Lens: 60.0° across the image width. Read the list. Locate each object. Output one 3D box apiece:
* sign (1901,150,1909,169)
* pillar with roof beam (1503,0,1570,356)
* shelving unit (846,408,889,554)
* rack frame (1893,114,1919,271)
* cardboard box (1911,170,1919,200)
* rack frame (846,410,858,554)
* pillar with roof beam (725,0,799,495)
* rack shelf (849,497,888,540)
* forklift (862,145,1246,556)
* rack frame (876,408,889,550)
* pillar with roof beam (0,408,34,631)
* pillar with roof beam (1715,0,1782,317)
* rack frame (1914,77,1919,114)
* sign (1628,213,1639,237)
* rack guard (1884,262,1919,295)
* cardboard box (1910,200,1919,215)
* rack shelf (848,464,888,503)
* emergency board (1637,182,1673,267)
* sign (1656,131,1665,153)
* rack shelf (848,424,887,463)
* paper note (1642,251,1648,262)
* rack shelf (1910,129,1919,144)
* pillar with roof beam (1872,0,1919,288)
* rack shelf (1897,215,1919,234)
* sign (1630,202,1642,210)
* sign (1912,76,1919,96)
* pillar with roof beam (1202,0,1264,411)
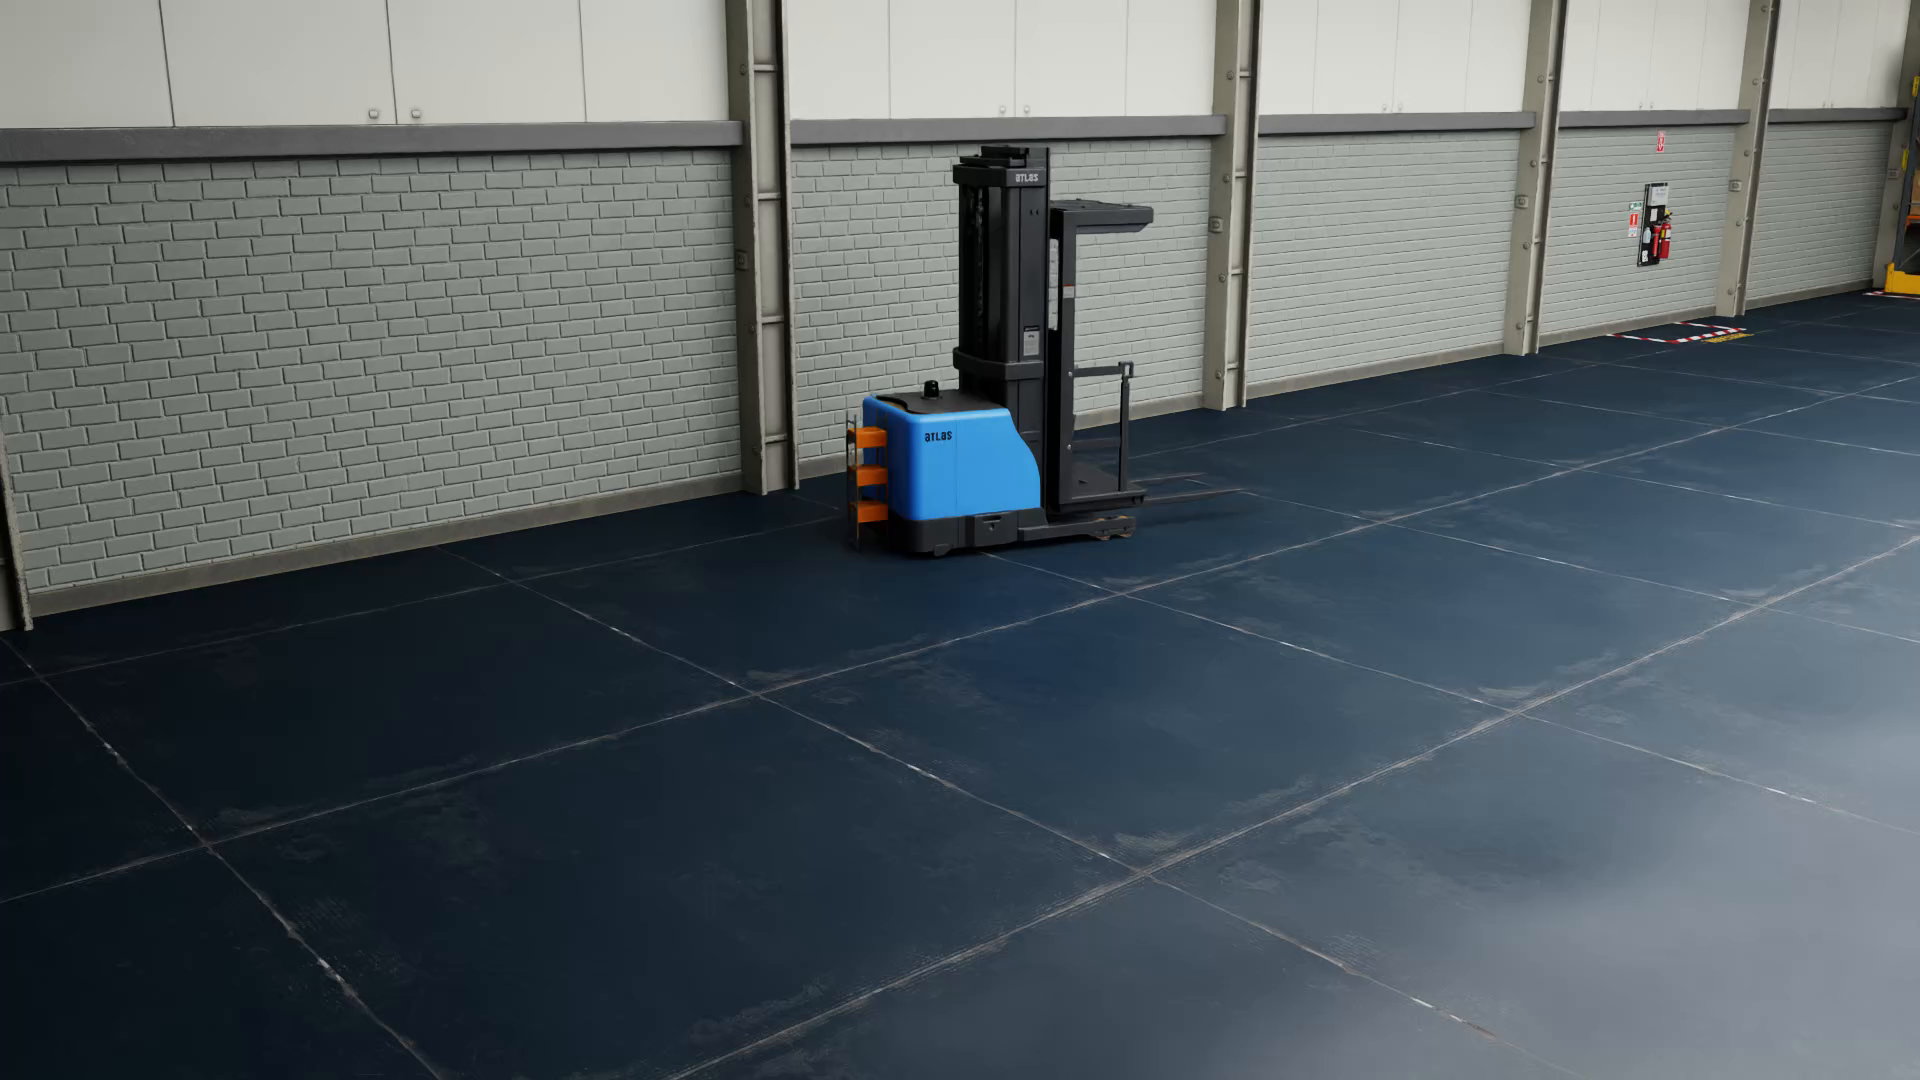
[{"bbox_3d":[16.156,-6.495,28.398,0.005,0.325,0.100,-13,19,-39],"label":"sign"},{"bbox_3d":[10.239,-5.986,17.723,0.400,9.000,9.100,-13,19,-39],"label":"pillar with roof beam"},{"bbox_3d":[-0.689,-0.440,12.363,0.252,1.050,0.215,-7,16,-24],"label":"shelving unit"},{"bbox_3d":[16.505,-5.672,28.171,0.127,3.000,1.000,-13,19,-39],"label":"rack frame"},{"bbox_3d":[16.721,-6.093,28.545,0.500,0.500,0.500,-13,20,-40],"label":"cardboard box"},{"bbox_3d":[-0.800,-0.427,12.314,0.008,1.050,0.200,-7,16,-24],"label":"rack frame"},{"bbox_3d":[1.186,-3.953,10.113,0.400,9.000,9.100,-13,19,-39],"label":"pillar with roof beam"},{"bbox_3d":[-0.689,-0.161,12.437,0.240,0.259,0.215,-7,16,-24],"label":"rack shelf"},{"bbox_3d":[0.801,-1.530,12.800,3.031,2.935,1.130,-7,16,-24],"label":"forklift"},{"bbox_3d":[-0.578,-0.453,12.412,0.008,1.050,0.200,-7,16,-24],"label":"rack frame"},{"bbox_3d":[-3.340,-2.937,6.308,0.400,9.000,9.100,-13,19,-39],"label":"pillar with roof beam"},{"bbox_3d":[14.765,-7.003,21.529,0.400,9.000,9.100,-13,19,-39],"label":"pillar with roof beam"},{"bbox_3d":[16.505,-8.570,27.397,0.127,3.000,1.000,-13,19,-39],"label":"rack frame"},{"bbox_3d":[9.565,-4.475,23.621,0.234,0.329,0.001,-13,19,-39],"label":"sign"},{"bbox_3d":[16.562,-4.477,28.542,0.348,0.500,1.175,-13,19,-39],"label":"rack guard"},{"bbox_3d":[16.730,-5.726,28.626,0.500,0.250,0.500,-12,19,-39],"label":"cardboard box"},{"bbox_3d":[-0.689,-0.430,12.366,0.240,0.259,0.215,-7,16,-24],"label":"rack shelf"},{"bbox_3d":[10.050,-4.531,23.901,0.643,1.169,0.194,-13,19,-39],"label":"emergency board"},{"bbox_3d":[9.978,-5.669,23.669,0.199,0.298,0.001,-13,19,-39],"label":"sign"},{"bbox_3d":[-0.689,-0.704,12.292,0.240,0.259,0.215,-7,16,-24],"label":"rack shelf"},{"bbox_3d":[9.871,-4.089,23.953,0.142,0.148,0.016,-13,19,-39],"label":"paper note"},{"bbox_3d":[18.014,-7.112,29.145,4.000,0.370,1.077,-13,19,-39],"label":"rack shelf"},{"bbox_3d":[19.291,-8.019,25.334,0.400,9.000,9.100,-13,19,-39],"label":"pillar with roof beam"},{"bbox_3d":[18.014,-5.663,29.533,4.000,0.370,1.077,-13,19,-39],"label":"rack shelf"},{"bbox_3d":[9.574,-4.730,23.549,0.331,0.109,0.001,-13,19,-39],"label":"sign"},{"bbox_3d":[16.156,-7.660,28.087,0.005,0.325,0.100,-13,19,-39],"label":"sign"},{"bbox_3d":[5.712,-4.970,13.918,0.400,9.000,9.100,-13,19,-39],"label":"pillar with roof beam"}]
